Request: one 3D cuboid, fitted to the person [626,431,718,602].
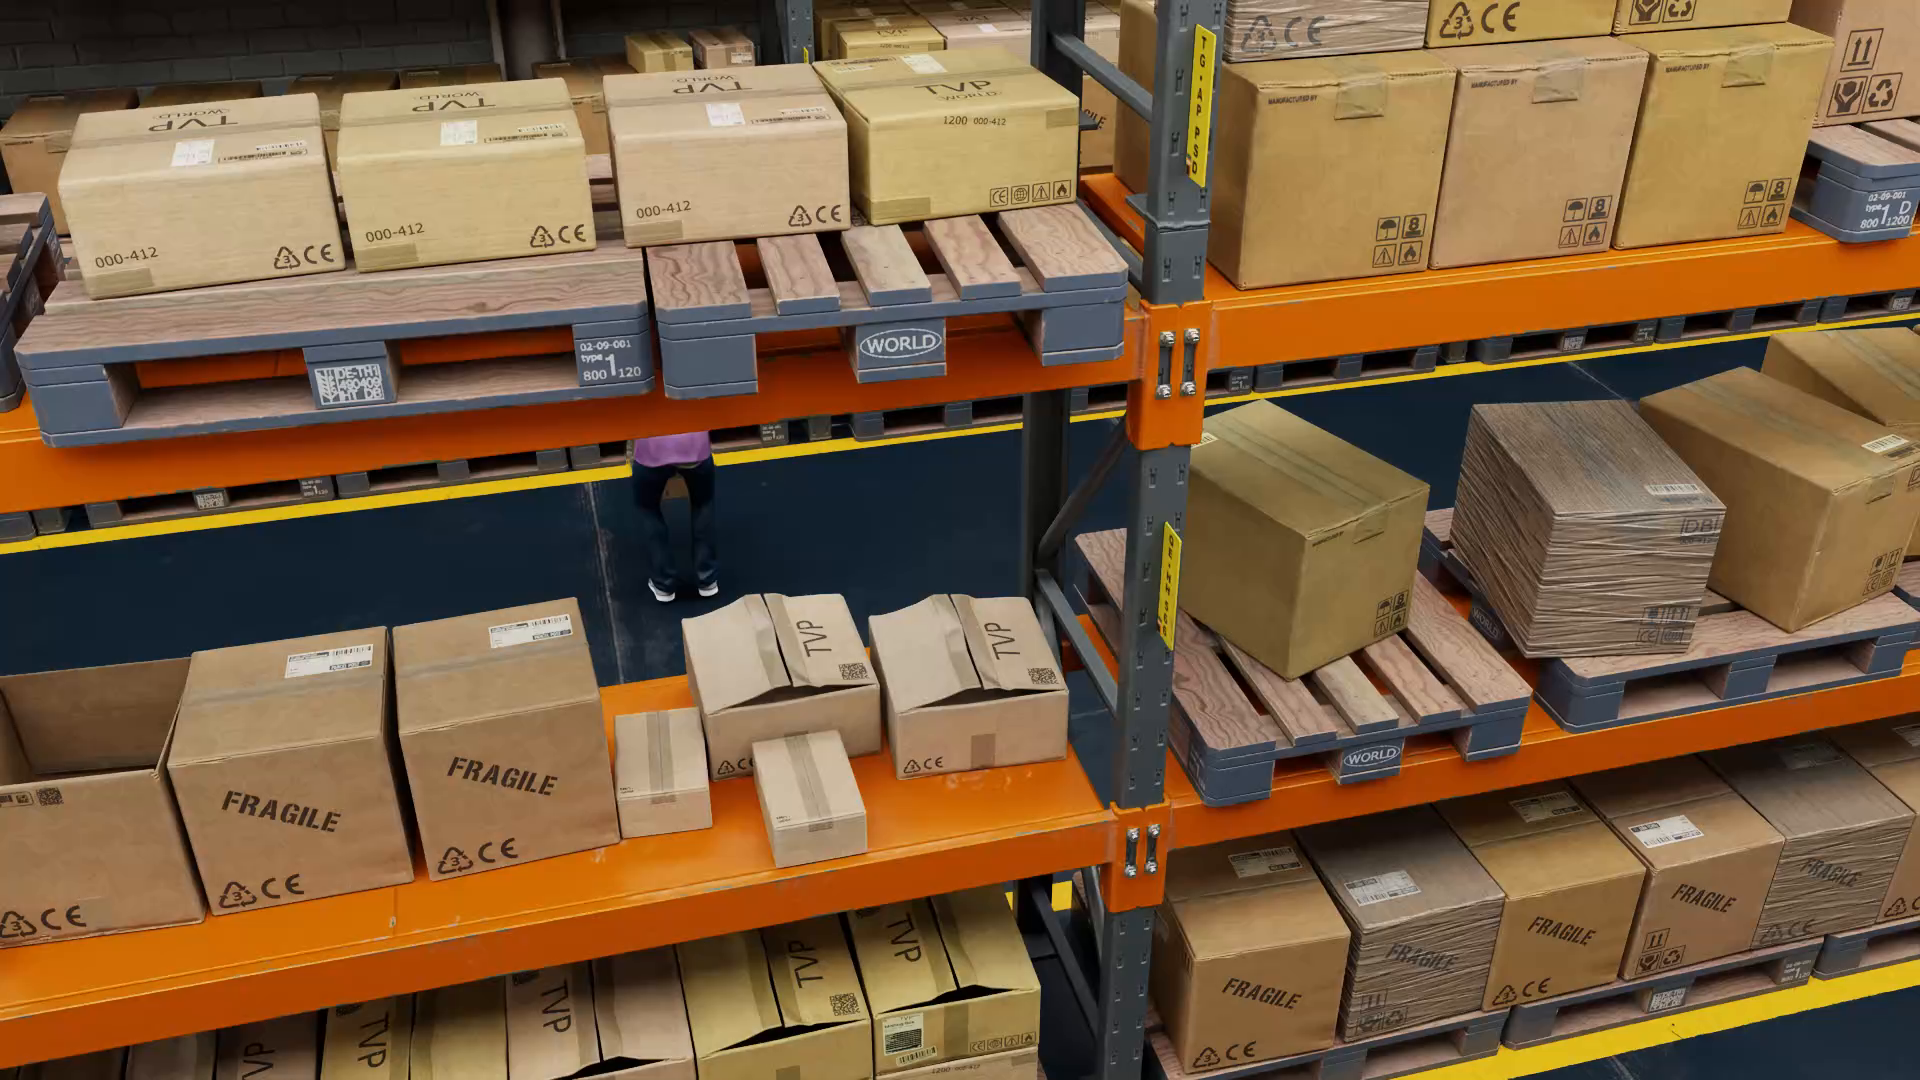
[{"bbox_3d":[-1.392,-0.329,7.957,0.387,1.090,0.858,-9,32,-15],"label":"person"}]
